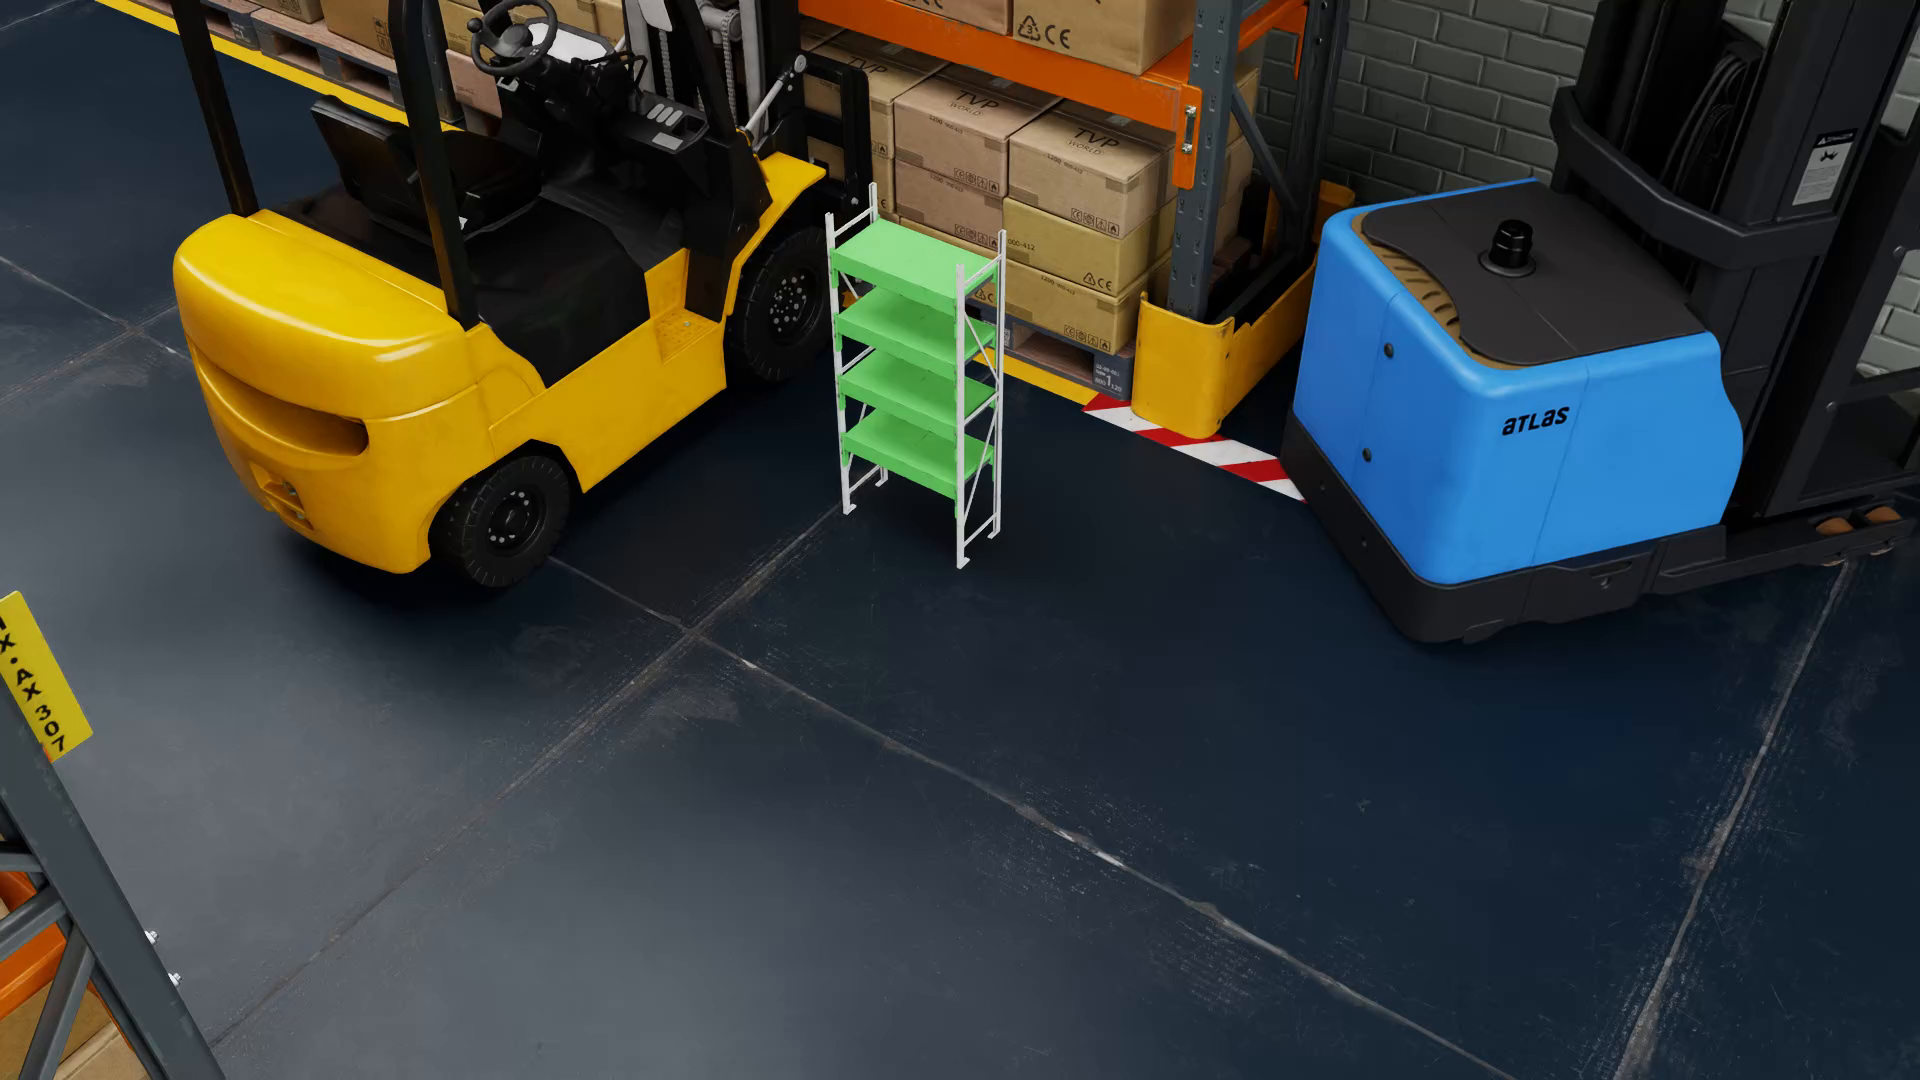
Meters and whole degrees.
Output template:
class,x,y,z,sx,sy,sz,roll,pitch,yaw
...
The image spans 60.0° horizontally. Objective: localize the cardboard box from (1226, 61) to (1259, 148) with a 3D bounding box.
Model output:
class,x,y,z,sx,sy,sz,roll,pitch,yaw
cardboard box,0.794,-1.660,6.353,0.500,0.250,0.500,24,47,25

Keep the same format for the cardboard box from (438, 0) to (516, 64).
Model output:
class,x,y,z,sx,sy,sz,roll,pitch,yaw
cardboard box,-1.978,-2.364,7.515,0.500,0.250,0.500,25,47,25

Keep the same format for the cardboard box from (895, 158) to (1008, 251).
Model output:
class,x,y,z,sx,sy,sz,roll,pitch,yaw
cardboard box,0.096,-1.400,6.437,0.500,0.250,0.500,25,47,25

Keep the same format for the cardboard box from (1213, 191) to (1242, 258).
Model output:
class,x,y,z,sx,sy,sz,roll,pitch,yaw
cardboard box,0.789,-1.295,6.695,0.500,0.250,0.500,25,48,25

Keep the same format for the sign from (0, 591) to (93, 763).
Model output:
class,x,y,z,sx,sy,sz,roll,pitch,yaw
sign,-1.457,0.224,2.601,0.005,0.325,0.100,25,48,25

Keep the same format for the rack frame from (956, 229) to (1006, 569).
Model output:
class,x,y,z,sx,sy,sz,roll,pitch,yaw
rack frame,0.064,-0.417,5.316,0.015,1.200,0.240,25,48,25

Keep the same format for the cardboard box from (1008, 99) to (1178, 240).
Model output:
class,x,y,z,sx,sy,sz,roll,pitch,yaw
cardboard box,0.523,-1.379,6.038,0.500,0.250,0.500,27,48,27

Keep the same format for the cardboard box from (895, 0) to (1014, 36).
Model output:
class,x,y,z,sx,sy,sz,roll,pitch,yaw
cardboard box,0.105,-2.154,5.833,0.500,0.500,0.500,27,48,27

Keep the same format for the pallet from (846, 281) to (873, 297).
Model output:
class,x,y,z,sx,sy,sz,roll,pitch,yaw
pallet,-0.566,-1.566,7.342,1.213,0.211,1.003,25,48,25

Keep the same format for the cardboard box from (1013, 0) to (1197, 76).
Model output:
class,x,y,z,sx,sy,sz,roll,pitch,yaw
cardboard box,0.525,-1.950,5.605,0.500,0.500,0.500,24,47,24

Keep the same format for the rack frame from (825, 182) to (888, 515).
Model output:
class,x,y,z,sx,sy,sz,roll,pitch,yaw
rack frame,-0.335,-0.604,5.525,0.015,1.200,0.240,25,48,25

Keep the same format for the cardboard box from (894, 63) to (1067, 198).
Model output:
class,x,y,z,sx,sy,sz,roll,pitch,yaw
cardboard box,0.101,-1.571,6.253,0.500,0.250,0.500,26,48,26

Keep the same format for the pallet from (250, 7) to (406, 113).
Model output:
class,x,y,z,sx,sy,sz,roll,pitch,yaw
pallet,-2.822,-2.621,8.521,1.213,0.211,1.003,25,48,25

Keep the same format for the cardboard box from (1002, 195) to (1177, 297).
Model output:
class,x,y,z,sx,sy,sz,roll,pitch,yaw
cardboard box,0.501,-1.202,6.216,0.500,0.250,0.500,24,47,25

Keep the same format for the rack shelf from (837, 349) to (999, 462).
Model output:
class,x,y,z,sx,sy,sz,roll,pitch,yaw
rack shelf,-0.136,-0.463,5.463,0.480,0.148,0.258,25,48,25

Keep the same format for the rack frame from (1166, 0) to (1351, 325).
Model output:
class,x,y,z,sx,sy,sz,roll,pitch,yaw
rack frame,1.079,-1.868,5.588,0.127,3.000,1.000,25,48,25

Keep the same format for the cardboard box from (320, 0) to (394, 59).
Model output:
class,x,y,z,sx,sy,sz,roll,pitch,yaw
cardboard box,-2.630,-2.865,8.168,0.625,0.625,0.875,27,48,27

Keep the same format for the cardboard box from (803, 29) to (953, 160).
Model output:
class,x,y,z,sx,sy,sz,roll,pitch,yaw
cardboard box,-0.318,-1.759,6.463,0.500,0.250,0.500,26,48,26

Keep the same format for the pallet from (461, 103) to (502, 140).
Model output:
class,x,y,z,sx,sy,sz,roll,pitch,yaw
pallet,-1.569,-2.033,7.864,1.213,0.211,1.003,25,48,25

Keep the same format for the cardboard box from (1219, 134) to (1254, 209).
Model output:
class,x,y,z,sx,sy,sz,roll,pitch,yaw
cardboard box,0.813,-1.480,6.526,0.500,0.250,0.500,26,48,26

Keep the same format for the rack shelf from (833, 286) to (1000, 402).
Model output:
class,x,y,z,sx,sy,sz,roll,pitch,yaw
rack shelf,-0.136,-0.642,5.303,0.480,0.148,0.258,25,48,25

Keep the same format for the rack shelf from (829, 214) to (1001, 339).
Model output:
class,x,y,z,sx,sy,sz,roll,pitch,yaw
rack shelf,-0.136,-0.821,5.143,0.480,0.148,0.258,25,48,25

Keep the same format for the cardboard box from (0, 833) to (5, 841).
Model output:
class,x,y,z,sx,sy,sz,roll,pitch,yaw
cardboard box,-1.997,0.362,2.797,0.500,0.500,0.500,24,47,25

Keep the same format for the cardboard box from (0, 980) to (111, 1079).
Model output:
class,x,y,z,sx,sy,sz,roll,pitch,yaw
cardboard box,-2.290,0.963,3.609,0.500,0.500,0.500,24,47,24

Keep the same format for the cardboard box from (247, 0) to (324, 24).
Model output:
class,x,y,z,sx,sy,sz,roll,pitch,yaw
cardboard box,-3.261,-3.166,8.505,0.625,0.625,0.875,25,47,25

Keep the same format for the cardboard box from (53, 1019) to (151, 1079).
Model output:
class,x,y,z,sx,sy,sz,roll,pitch,yaw
cardboard box,-2.270,1.252,3.849,0.500,0.250,0.500,25,47,25

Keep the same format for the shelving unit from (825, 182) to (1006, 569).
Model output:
class,x,y,z,sx,sy,sz,roll,pitch,yaw
shelving unit,-0.136,-0.511,5.421,0.503,1.200,0.258,25,48,25

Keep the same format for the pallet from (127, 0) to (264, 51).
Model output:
class,x,y,z,sx,sy,sz,roll,pitch,yaw
pallet,-3.825,-3.088,9.043,1.213,0.211,1.003,25,48,25

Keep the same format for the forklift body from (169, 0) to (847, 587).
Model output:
class,x,y,z,sx,sy,sz,roll,pitch,yaw
forklift body,-1.521,-1.282,5.570,1.214,2.155,2.313,25,48,25

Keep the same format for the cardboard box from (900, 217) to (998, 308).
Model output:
class,x,y,z,sx,sy,sz,roll,pitch,yaw
cardboard box,0.111,-1.203,6.592,0.500,0.250,0.500,25,48,25

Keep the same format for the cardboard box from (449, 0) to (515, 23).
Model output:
class,x,y,z,sx,sy,sz,roll,pitch,yaw
cardboard box,-1.980,-2.547,7.345,0.500,0.250,0.500,24,47,25

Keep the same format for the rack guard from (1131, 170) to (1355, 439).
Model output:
class,x,y,z,sx,sy,sz,roll,pitch,yaw
rack guard,1.098,-0.927,6.411,0.348,0.500,1.175,25,48,25

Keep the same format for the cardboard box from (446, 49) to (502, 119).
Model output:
class,x,y,z,sx,sy,sz,roll,pitch,yaw
cardboard box,-1.990,-2.165,7.668,0.500,0.250,0.500,26,48,26

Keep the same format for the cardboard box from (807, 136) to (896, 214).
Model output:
class,x,y,z,sx,sy,sz,roll,pitch,yaw
cardboard box,-0.339,-1.586,6.645,0.500,0.250,0.500,24,47,24

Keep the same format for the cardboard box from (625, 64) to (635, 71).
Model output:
class,x,y,z,sx,sy,sz,roll,pitch,yaw
cardboard box,-1.159,-1.973,7.078,0.500,0.250,0.500,25,47,25

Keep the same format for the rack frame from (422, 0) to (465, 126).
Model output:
class,x,y,z,sx,sy,sz,roll,pitch,yaw
rack frame,-2.196,-3.400,7.300,0.127,3.000,1.000,25,48,25

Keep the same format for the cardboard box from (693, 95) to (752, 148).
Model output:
class,x,y,z,sx,sy,sz,roll,pitch,yaw
cardboard box,-0.746,-1.780,6.861,0.500,0.250,0.500,25,47,25

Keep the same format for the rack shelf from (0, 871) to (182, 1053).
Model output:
class,x,y,z,sx,sy,sz,roll,pitch,yaw
rack shelf,-3.406,0.346,3.654,4.000,0.370,1.077,25,48,25

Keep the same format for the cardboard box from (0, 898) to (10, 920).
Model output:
class,x,y,z,sx,sy,sz,roll,pitch,yaw
cardboard box,-1.928,0.694,2.914,0.250,0.149,0.380,25,48,25

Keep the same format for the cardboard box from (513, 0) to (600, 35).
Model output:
class,x,y,z,sx,sy,sz,roll,pitch,yaw
cardboard box,-1.568,-2.346,7.120,0.500,0.250,0.500,25,48,25

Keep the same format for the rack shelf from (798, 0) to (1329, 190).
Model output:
class,x,y,z,sx,sy,sz,roll,pitch,yaw
rack shelf,-0.559,-2.366,6.684,4.000,0.370,1.077,25,48,25

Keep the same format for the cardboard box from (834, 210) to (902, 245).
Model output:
class,x,y,z,sx,sy,sz,roll,pitch,yaw
cardboard box,-0.294,-1.399,6.811,0.500,0.250,0.500,26,48,26

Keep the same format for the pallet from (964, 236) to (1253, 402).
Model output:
class,x,y,z,sx,sy,sz,roll,pitch,yaw
pallet,0.428,-1.099,6.820,1.213,0.211,1.003,25,48,25

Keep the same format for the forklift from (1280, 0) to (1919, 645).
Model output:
class,x,y,z,sx,sy,sz,roll,pitch,yaw
forklift,2.720,-1.328,5.037,3.031,2.935,1.130,-12,43,-13

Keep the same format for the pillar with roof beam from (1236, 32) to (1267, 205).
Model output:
class,x,y,z,sx,sy,sz,roll,pitch,yaw
pillar with roof beam,-1.446,-2.512,1.809,0.400,9.000,9.100,25,48,25

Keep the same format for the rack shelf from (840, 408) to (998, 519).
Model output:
class,x,y,z,sx,sy,sz,roll,pitch,yaw
rack shelf,-0.136,-0.284,5.623,0.480,0.148,0.258,25,48,25

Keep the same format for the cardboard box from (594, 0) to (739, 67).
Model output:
class,x,y,z,sx,sy,sz,roll,pitch,yaw
cardboard box,-1.154,-2.162,6.914,0.500,0.250,0.500,27,48,27

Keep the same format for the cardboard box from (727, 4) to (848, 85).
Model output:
class,x,y,z,sx,sy,sz,roll,pitch,yaw
cardboard box,-0.728,-1.957,6.685,0.500,0.250,0.500,24,47,25

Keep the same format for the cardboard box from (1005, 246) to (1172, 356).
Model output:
class,x,y,z,sx,sy,sz,roll,pitch,yaw
cardboard box,0.512,-1.007,6.373,0.500,0.250,0.500,25,48,26
